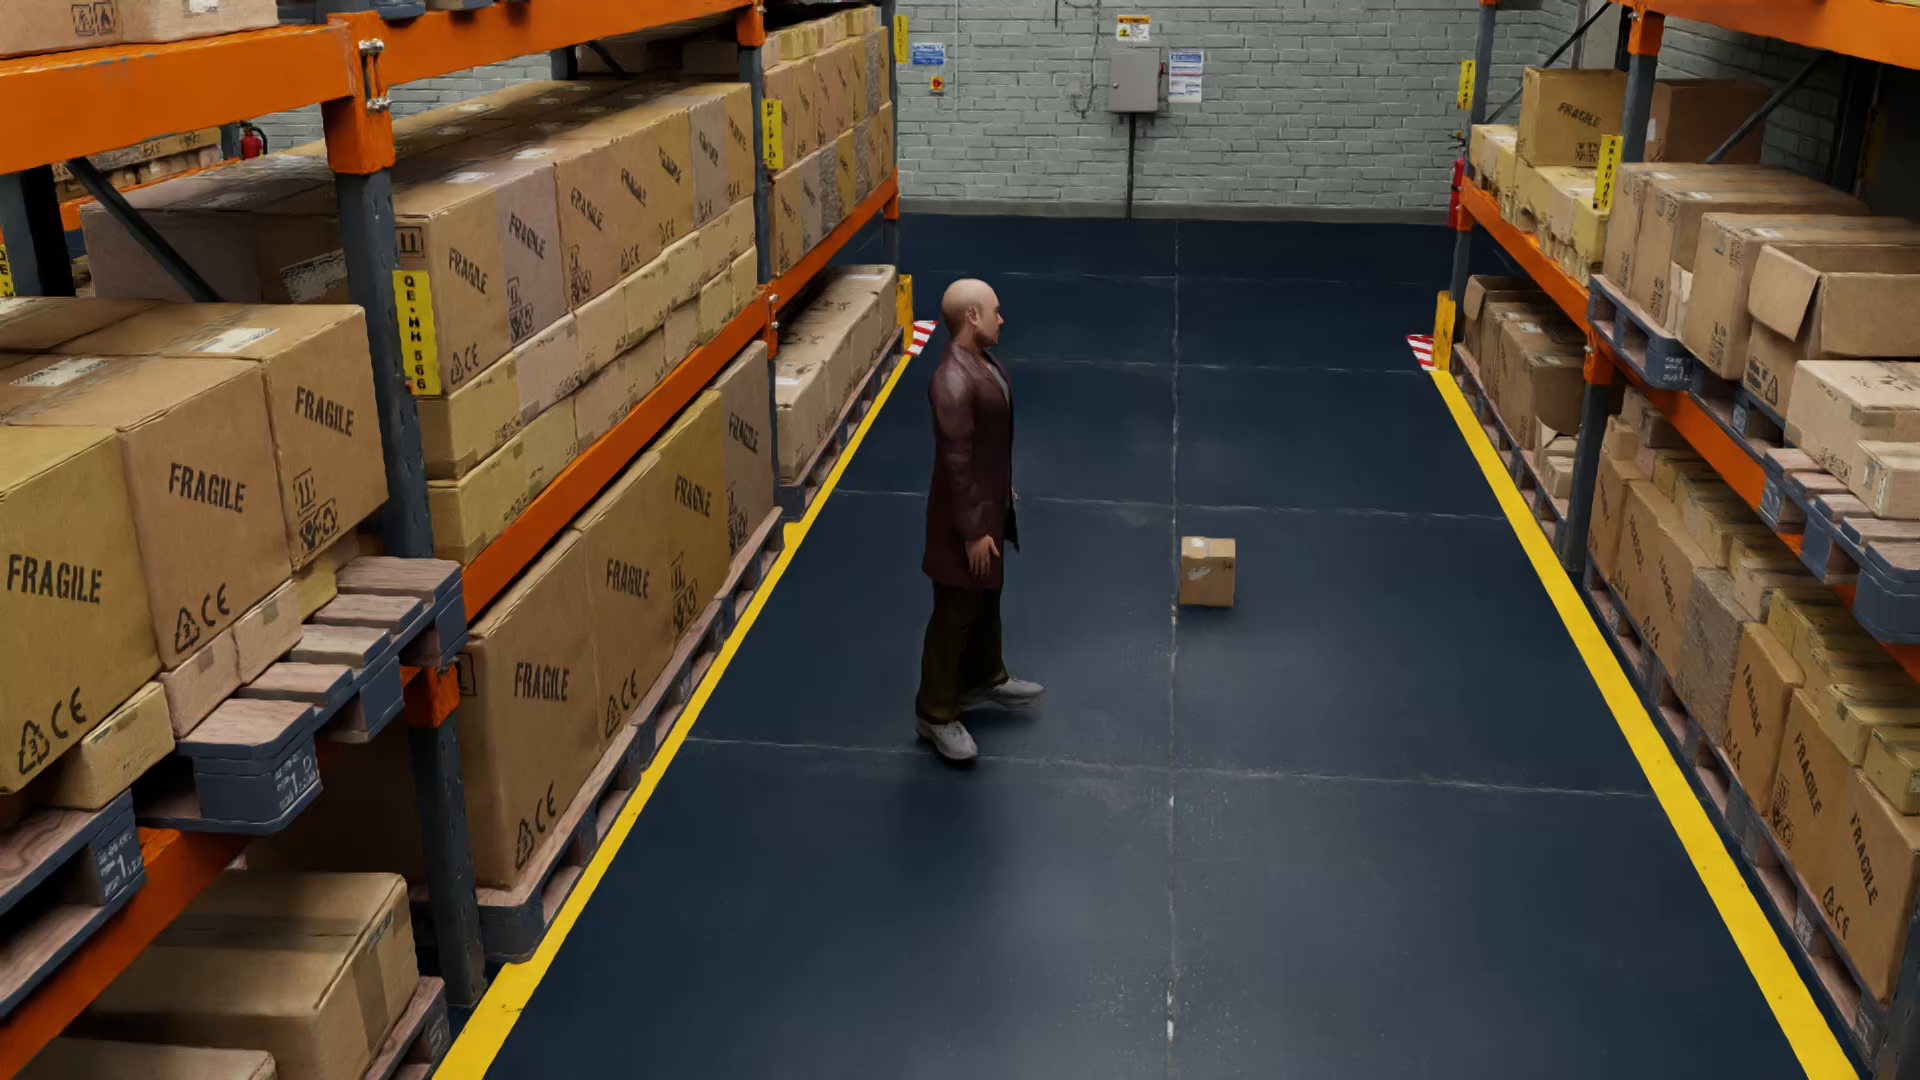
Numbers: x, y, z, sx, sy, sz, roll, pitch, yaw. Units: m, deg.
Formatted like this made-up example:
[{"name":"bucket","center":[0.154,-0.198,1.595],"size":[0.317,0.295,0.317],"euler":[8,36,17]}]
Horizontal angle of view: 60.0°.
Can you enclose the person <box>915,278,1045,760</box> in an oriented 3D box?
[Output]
[{"name":"person","center":[0.074,-0.105,6.289],"size":[0.468,1.787,0.698],"euler":[4,21,10]}]
